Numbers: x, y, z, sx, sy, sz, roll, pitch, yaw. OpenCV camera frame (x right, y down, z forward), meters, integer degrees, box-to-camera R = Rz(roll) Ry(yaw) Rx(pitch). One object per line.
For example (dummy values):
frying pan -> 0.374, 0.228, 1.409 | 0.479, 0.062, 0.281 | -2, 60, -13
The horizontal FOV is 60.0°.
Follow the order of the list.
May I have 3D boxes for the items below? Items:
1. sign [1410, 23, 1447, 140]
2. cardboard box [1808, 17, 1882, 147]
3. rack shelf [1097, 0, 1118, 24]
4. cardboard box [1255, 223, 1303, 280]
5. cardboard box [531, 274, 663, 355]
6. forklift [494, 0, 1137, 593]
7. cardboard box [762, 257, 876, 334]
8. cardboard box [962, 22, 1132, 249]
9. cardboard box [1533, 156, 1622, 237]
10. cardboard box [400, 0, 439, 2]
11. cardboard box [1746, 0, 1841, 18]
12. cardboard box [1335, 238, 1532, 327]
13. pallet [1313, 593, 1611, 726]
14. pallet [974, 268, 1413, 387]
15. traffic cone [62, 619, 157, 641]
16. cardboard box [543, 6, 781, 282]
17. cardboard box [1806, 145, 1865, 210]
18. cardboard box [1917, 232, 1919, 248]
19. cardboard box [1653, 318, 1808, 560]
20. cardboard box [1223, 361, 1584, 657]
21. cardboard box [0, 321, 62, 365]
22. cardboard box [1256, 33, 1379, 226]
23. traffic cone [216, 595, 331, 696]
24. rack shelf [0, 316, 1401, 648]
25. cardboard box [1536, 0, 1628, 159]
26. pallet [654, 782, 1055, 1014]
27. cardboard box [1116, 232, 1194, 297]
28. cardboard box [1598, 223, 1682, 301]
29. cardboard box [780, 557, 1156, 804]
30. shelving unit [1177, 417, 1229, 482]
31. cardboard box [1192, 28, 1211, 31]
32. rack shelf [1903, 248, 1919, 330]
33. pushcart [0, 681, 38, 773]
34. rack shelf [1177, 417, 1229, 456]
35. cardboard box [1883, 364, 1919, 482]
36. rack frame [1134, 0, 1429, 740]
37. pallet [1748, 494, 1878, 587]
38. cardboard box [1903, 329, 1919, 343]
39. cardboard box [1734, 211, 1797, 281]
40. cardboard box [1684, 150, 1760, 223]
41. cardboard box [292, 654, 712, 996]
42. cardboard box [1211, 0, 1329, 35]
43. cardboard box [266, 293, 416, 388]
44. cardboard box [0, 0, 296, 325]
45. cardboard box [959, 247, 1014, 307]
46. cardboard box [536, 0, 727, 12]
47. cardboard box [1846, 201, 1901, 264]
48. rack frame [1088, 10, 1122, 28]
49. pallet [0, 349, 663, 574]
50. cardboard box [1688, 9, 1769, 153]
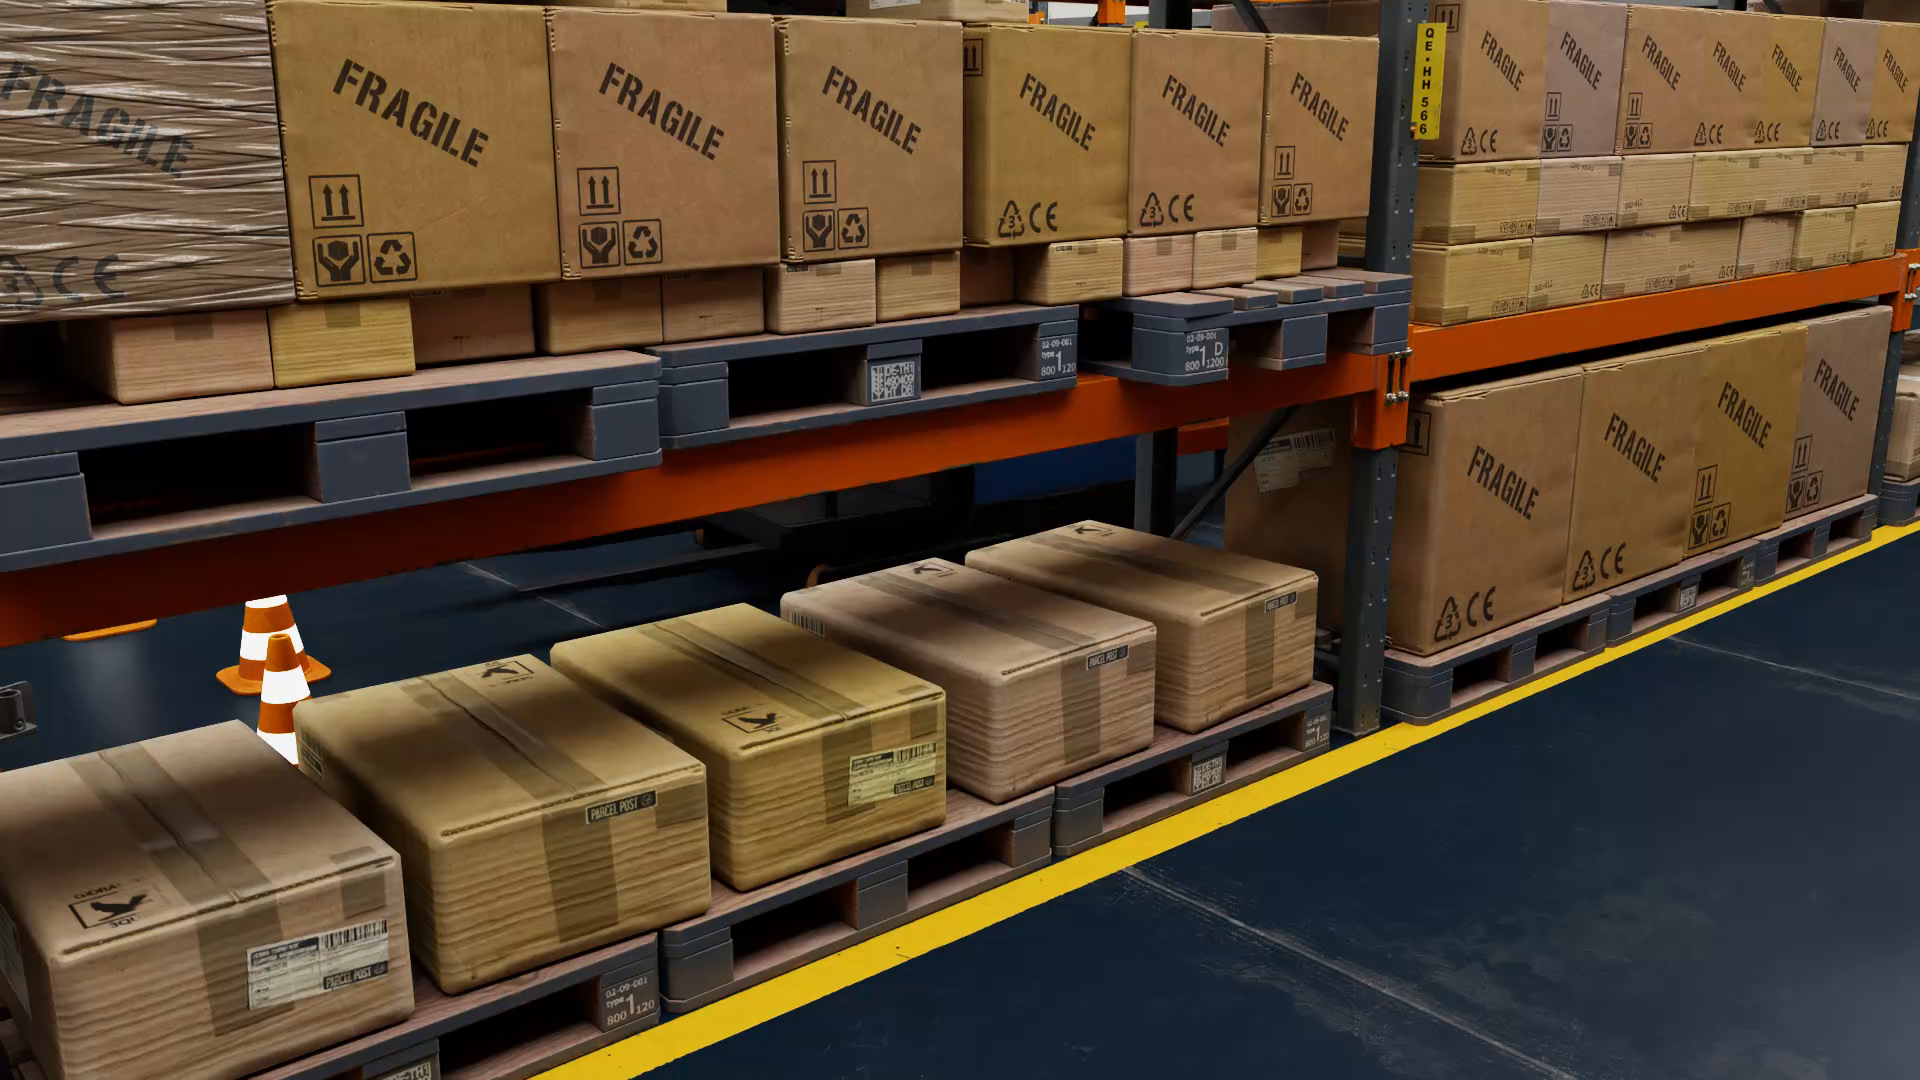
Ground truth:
sign -> 1.357, -1.331, 4.830 | 0.005, 0.325, 0.100 | -13, 19, -39
cardboard box -> 3.453, -1.909, 6.954 | 0.500, 0.500, 0.500 | -12, 19, -38
rack shelf -> -0.823, -3.301, 9.877 | 4.000, 0.370, 1.077 | -13, 19, -39
cardboard box -> 0.746, -0.835, 4.735 | 0.250, 0.149, 0.380 | -12, 19, -39
cardboard box -> -0.820, -0.489, 3.441 | 0.250, 0.149, 0.380 | -12, 19, -39
forklift -> -0.599, -1.306, 6.959 | 3.031, 2.935, 1.130 | -10, 18, -34
cardboard box -> -0.398, -0.565, 3.727 | 0.250, 0.149, 0.380 | -12, 19, -37
cardboard box -> 0.070, -1.002, 4.106 | 0.500, 0.500, 0.500 | -14, 21, -43
cardboard box -> 1.928, -1.208, 5.782 | 0.500, 0.250, 0.500 | -12, 19, -38
cardboard box -> -1.313, -1.186, 3.537 | 0.250, 0.149, 0.380 | -13, 20, -41
cardboard box -> 4.034, -2.550, 8.097 | 0.250, 0.149, 0.380 | -13, 20, -40
cardboard box -> 1.528, -0.875, 5.505 | 0.500, 0.250, 0.500 | -13, 20, -40
pallet -> 1.638, 0.314, 6.164 | 1.213, 0.211, 1.003 | -13, 19, -39
pallet -> 0.526, -0.680, 4.854 | 1.003, 0.211, 1.213 | -13, 19, -39
traffic cone -> -3.347, 0.110, 6.443 | 0.334, 0.463, 0.336 | -13, 19, -39
cardboard box -> -0.723, -0.821, 3.427 | 0.500, 0.500, 0.500 | -13, 20, -40
cardboard box -> 3.466, -1.552, 7.071 | 0.500, 0.250, 0.500 | -12, 19, -38
cardboard box -> 4.537, -1.668, 7.990 | 0.500, 0.500, 0.500 | -12, 19, -38
cardboard box -> 2.919, -0.493, 7.086 | 0.875, 0.875, 0.875 | -12, 19, -38
cardboard box -> 1.569, -0.191, 5.956 | 0.875, 0.875, 0.875 | -13, 20, -40
cardboard box -> -1.817, -0.459, 3.328 | 0.250, 0.149, 0.380 | -12, 19, -39
cardboard box -> 0.833, -1.178, 4.762 | 0.500, 0.500, 0.500 | -13, 20, -41
traffic cone -> -2.445, 0.263, 5.869 | 0.334, 0.463, 0.336 | -13, 19, -39
rack shelf -> -0.515, -0.228, 4.183 | 4.000, 0.370, 1.077 | -13, 19, -39
cardboard box -> 1.894, -1.567, 5.673 | 0.500, 0.500, 0.500 | -13, 19, -39
pallet -> -0.517, 0.771, 4.454 | 1.213, 0.211, 1.003 | -13, 19, -39
cardboard box -> 0.390, -0.742, 4.389 | 0.250, 0.149, 0.380 | -14, 20, -42
cardboard box -> 2.303, -1.054, 6.172 | 0.500, 0.250, 0.500 | -12, 19, -38
cardboard box -> 0.009, 0.373, 4.819 | 0.625, 0.372, 0.950 | -13, 20, -40
shelving unit -> 1.104, -0.730, 8.303 | 1.048, 1.125, 0.538 | -10, 18, -34
cardboard box -> 1.567, -3.333, 11.707 | 0.500, 0.500, 0.500 | -13, 20, -41
rack shelf -> 5.520, -1.583, 9.257 | 4.000, 0.370, 1.077 | -13, 19, -39
pushcart -> -3.559, 0.595, 4.790 | 1.648, 0.377, 0.936 | 8, 17, 28
rack shelf -> 1.104, -0.494, 8.366 | 1.000, 0.278, 0.538 | -10, 18, -34
cardboard box -> 4.555, -0.642, 8.492 | 0.875, 0.438, 0.875 | -13, 20, -40
rack frame -> 0.993, -0.914, 5.359 | 0.127, 3.000, 1.000 | -13, 19, -39
pallet -> 3.478, -0.099, 7.711 | 1.213, 0.211, 1.003 | -13, 19, -39
cardboard box -> 5.911, -0.946, 9.631 | 0.875, 0.438, 0.875 | -12, 19, -38
cardboard box -> 3.060, -1.226, 6.819 | 0.500, 0.250, 0.500 | -13, 20, -41
cardboard box -> 2.704, -1.373, 6.401 | 0.500, 0.250, 0.500 | -12, 19, -38
cardboard box -> -1.090, 0.619, 3.900 | 0.625, 0.372, 0.950 | -11, 19, -36
cardboard box -> 1.212, -1.584, 5.735 | 0.500, 0.500, 0.500 | -13, 20, -41
cardboard box -> -1.206, -0.390, 3.072 | 0.250, 0.149, 0.380 | -12, 19, -38
cardboard box -> -1.482, -0.655, 2.805 | 0.500, 0.500, 0.500 | -12, 19, -38
cardboard box -> -0.081, -0.675, 4.136 | 0.250, 0.149, 0.380 | -12, 19, -39
cardboard box -> -0.685, -1.159, 3.437 | 0.250, 0.149, 0.380 | -11, 19, -36
cardboard box -> 3.838, -1.394, 7.447 | 0.500, 0.250, 0.500 | -13, 20, -41
rack frame -> 0.685, -2.538, 11.439 | 0.127, 3.000, 1.000 | -13, 19, -39
pallet -> -1.352, -0.245, 3.225 | 1.213, 0.211, 1.003 | -13, 19, -39
cardboard box -> 2.677, -1.737, 6.307 | 0.500, 0.500, 0.500 | -12, 19, -38
